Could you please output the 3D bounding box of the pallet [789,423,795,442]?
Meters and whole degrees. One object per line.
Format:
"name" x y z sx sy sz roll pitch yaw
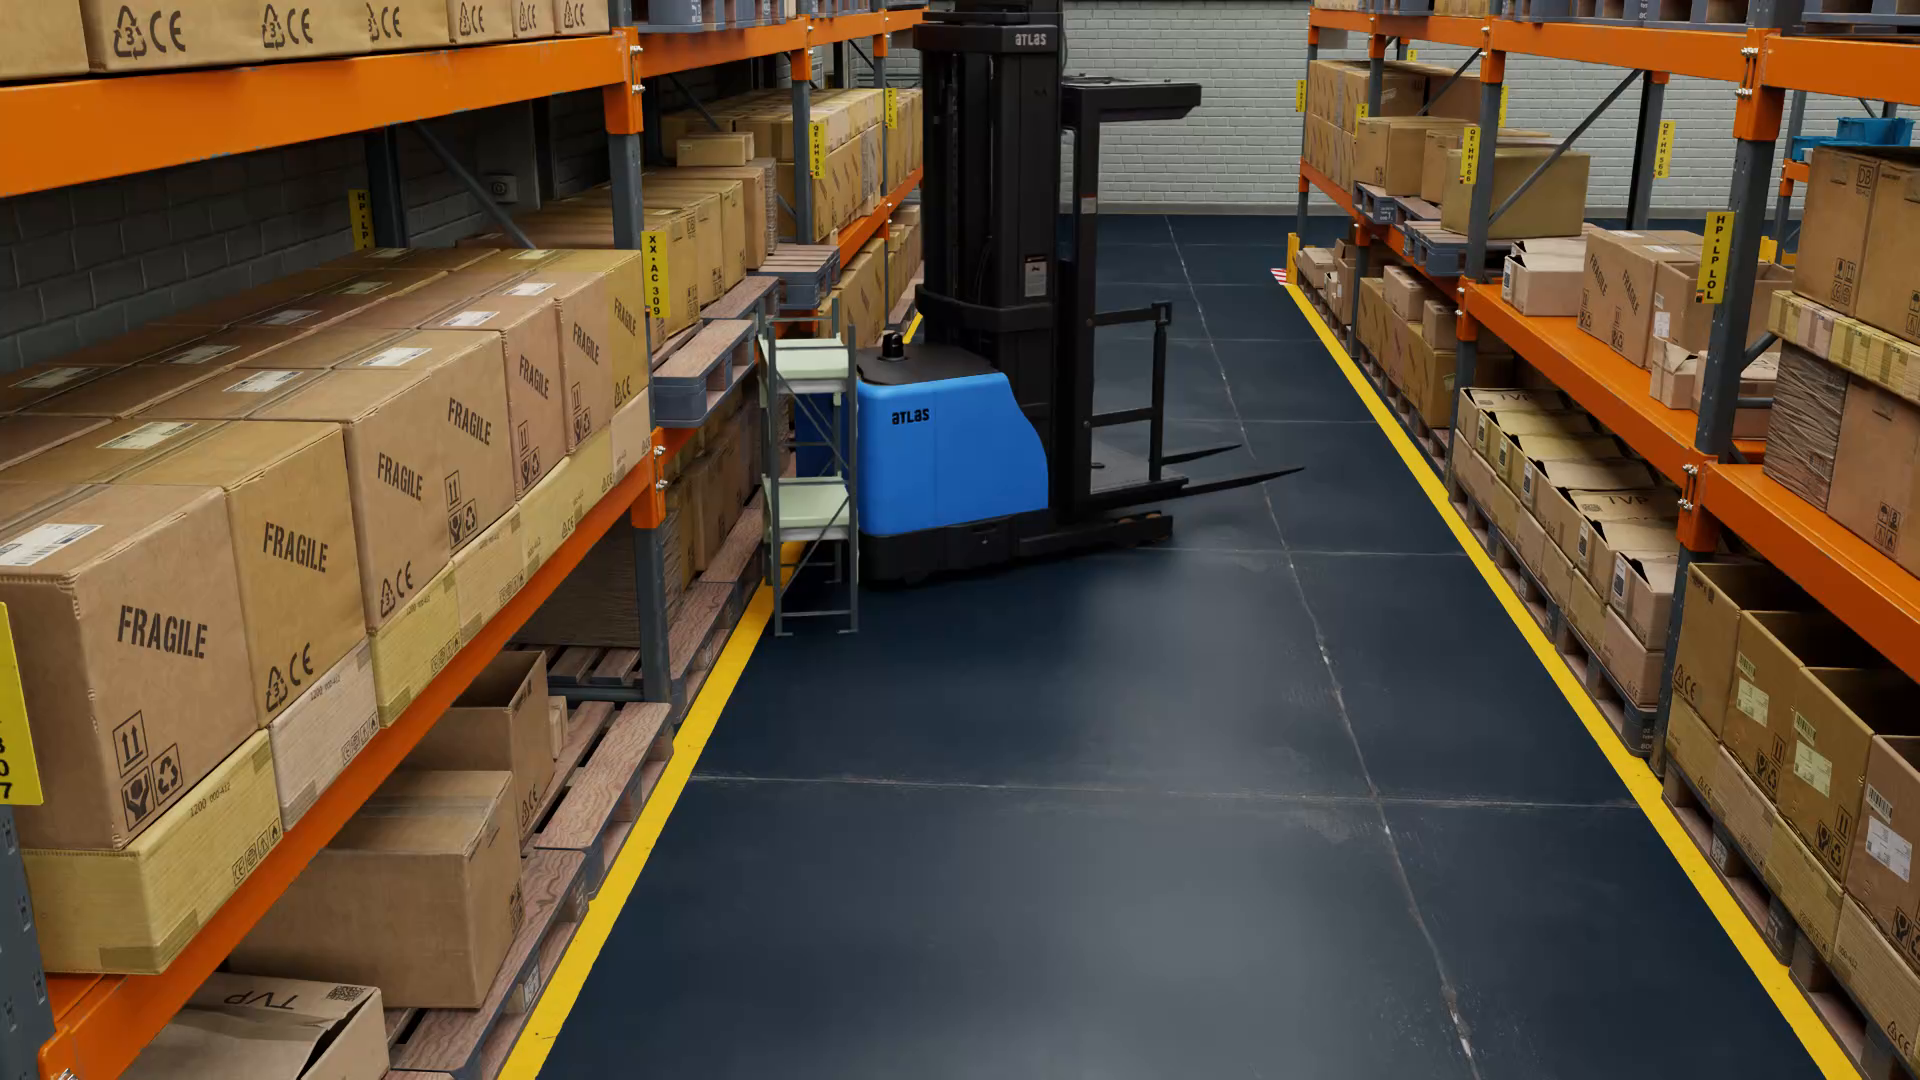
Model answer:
"pallet" -1.273 -0.759 11.400 1.003 0.211 1.213 1 18 4

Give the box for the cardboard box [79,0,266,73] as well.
"cardboard box" -1.631 -1.103 2.961 0.500 0.500 0.500 2 18 8

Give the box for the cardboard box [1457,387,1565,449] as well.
"cardboard box" 3.206 -0.735 9.688 0.500 0.311 0.500 2 18 6

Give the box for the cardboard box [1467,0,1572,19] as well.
"cardboard box" 3.534 -3.340 9.822 0.910 0.500 0.500 1 18 4

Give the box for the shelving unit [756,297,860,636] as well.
"shelving unit" -0.748 -0.374 8.145 0.431 1.500 0.755 -2 18 -10

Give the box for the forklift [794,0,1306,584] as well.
"forklift" 0.614 -1.478 9.226 3.031 2.935 1.130 -10 21 -28

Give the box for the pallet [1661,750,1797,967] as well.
"pallet" 3.151 1.082 5.781 1.003 0.211 1.213 1 18 4

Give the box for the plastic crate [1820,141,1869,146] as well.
"plastic crate" 8.657 -3.779 16.312 0.416 0.233 0.300 1 18 4

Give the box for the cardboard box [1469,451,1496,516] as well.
"cardboard box" 3.170 -0.312 9.299 0.500 0.250 0.500 1 18 2

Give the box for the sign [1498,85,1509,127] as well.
"sign" 4.377 -3.512 13.466 0.100 0.325 0.005 1 18 4

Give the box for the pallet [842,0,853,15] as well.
"pallet" -1.335 -3.725 11.460 1.003 0.211 1.213 2 18 6

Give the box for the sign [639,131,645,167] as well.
"sign" -1.959 -2.402 10.078 0.100 0.325 0.005 1 18 4

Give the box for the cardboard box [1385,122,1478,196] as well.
"cardboard box" 3.580 -2.864 12.510 0.700 0.500 0.500 4 19 13

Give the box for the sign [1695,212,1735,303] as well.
"sign" 2.707 -1.011 5.958 0.100 0.325 0.005 1 18 4

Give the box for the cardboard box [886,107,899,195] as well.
"cardboard box" -1.063 -3.394 14.481 0.980 0.700 0.700 2 18 5

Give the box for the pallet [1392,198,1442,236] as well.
"pallet" 3.671 -2.244 11.763 1.003 0.211 1.213 1 18 4

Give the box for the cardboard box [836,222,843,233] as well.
"cardboard box" -1.051 -2.305 12.010 0.380 0.149 0.250 1 18 4

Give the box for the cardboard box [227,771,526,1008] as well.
"cardboard box" -1.696 1.006 4.843 0.700 0.500 0.500 0 18 0

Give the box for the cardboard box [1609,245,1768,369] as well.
"cardboard box" 3.394 -1.094 7.783 0.500 0.500 0.500 1 18 4

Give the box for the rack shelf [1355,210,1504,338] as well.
"rack shelf" 3.679 -2.011 11.897 1.077 0.370 4.000 1 18 4

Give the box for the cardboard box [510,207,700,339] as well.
"cardboard box" -1.574 -1.186 7.357 0.700 0.500 0.500 3 18 10

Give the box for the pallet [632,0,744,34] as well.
"pallet" -1.541 -2.124 6.572 1.213 0.211 1.003 1 18 4

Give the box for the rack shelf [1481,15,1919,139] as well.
"rack shelf" 3.393 -2.194 7.638 1.077 0.370 4.000 1 18 4

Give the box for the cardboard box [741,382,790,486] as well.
"cardboard box" -1.405 -0.637 9.858 0.700 0.500 0.500 2 18 5

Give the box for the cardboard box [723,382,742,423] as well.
"cardboard box" -1.508 -0.818 9.205 0.500 0.250 0.500 2 18 5

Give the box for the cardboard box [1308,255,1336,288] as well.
"cardboard box" 3.716 -2.645 16.388 0.500 0.250 0.500 1 18 4

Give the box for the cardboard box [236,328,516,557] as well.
"cardboard box" -1.531 -0.266 4.423 0.500 0.500 0.500 2 18 6

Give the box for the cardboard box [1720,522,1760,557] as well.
"cardboard box" 3.569 0.074 7.222 0.500 0.311 0.500 1 18 3

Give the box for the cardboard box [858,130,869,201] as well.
"cardboard box" -0.971 -2.818 12.535 0.500 0.500 0.500 1 18 4

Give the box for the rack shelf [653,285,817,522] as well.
"rack shelf" -1.548 -0.878 8.439 1.077 0.370 4.000 1 18 4

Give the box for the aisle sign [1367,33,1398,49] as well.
"aisle sign" 4.420 -5.466 17.111 0.394 0.787 0.004 1 18 4

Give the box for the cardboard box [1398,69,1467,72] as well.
"cardboard box" 4.211 -3.956 14.913 0.500 0.500 0.500 1 18 2

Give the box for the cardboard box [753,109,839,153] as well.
"cardboard box" -1.078 -2.698 10.964 0.500 0.250 0.500 1 18 3

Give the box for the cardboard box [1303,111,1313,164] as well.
"cardboard box" 3.815 -4.131 17.054 0.500 0.500 0.500 2 18 5

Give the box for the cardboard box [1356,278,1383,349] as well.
"cardboard box" 3.545 -1.850 13.559 0.500 0.500 0.500 0 18 1

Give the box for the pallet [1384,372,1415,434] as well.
"pallet" 3.717 -1.015 12.182 1.003 0.211 1.213 1 18 4

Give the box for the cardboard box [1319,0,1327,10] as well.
"cardboard box" 3.770 -5.261 16.086 0.500 0.250 0.500 1 18 4

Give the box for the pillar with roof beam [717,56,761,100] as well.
"pillar with roof beam" 2.363 -6.074 13.510 9.100 9.000 0.400 1 18 4

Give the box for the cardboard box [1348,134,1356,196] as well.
"cardboard box" 3.603 -3.182 14.156 0.500 0.500 0.500 2 18 5

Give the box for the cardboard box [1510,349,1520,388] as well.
"cardboard box" 3.886 -1.050 11.119 0.500 0.500 0.500 1 18 2

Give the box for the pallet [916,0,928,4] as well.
"pallet" -0.874 -5.478 16.649 1.003 0.211 1.213 1 18 4

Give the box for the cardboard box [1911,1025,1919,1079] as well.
"cardboard box" 2.764 1.376 4.146 0.500 0.250 0.500 1 18 4

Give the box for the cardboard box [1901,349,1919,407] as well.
"cardboard box" 2.965 -0.448 4.771 0.380 0.149 0.250 1 18 2

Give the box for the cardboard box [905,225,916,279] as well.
"cardboard box" -0.818 -2.962 16.985 0.700 0.500 0.500 1 18 4

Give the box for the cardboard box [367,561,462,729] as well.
"cardboard box" -1.561 0.242 4.077 0.500 0.250 0.500 1 18 3

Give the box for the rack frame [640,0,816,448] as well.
"rack frame" -1.405 -1.841 10.223 1.000 3.000 0.127 1 18 4

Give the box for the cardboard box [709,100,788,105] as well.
"cardboard box" -1.515 -3.020 11.948 0.500 0.250 0.500 1 18 3

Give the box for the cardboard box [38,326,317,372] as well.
"cardboard box" -2.042 -0.275 4.449 0.500 0.500 0.500 2 18 5

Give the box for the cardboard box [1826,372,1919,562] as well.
"cardboard box" 3.192 -0.235 5.161 0.700 0.500 0.500 1 18 3

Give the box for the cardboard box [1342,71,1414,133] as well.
"cardboard box" 3.635 -3.818 14.492 0.500 0.500 0.500 1 18 3

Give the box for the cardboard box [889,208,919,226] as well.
"cardboard box" -0.627 -3.302 16.982 0.380 0.149 0.250 2 18 5

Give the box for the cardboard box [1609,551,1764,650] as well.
"cardboard box" 2.992 0.219 6.777 0.500 0.311 0.500 1 18 4
